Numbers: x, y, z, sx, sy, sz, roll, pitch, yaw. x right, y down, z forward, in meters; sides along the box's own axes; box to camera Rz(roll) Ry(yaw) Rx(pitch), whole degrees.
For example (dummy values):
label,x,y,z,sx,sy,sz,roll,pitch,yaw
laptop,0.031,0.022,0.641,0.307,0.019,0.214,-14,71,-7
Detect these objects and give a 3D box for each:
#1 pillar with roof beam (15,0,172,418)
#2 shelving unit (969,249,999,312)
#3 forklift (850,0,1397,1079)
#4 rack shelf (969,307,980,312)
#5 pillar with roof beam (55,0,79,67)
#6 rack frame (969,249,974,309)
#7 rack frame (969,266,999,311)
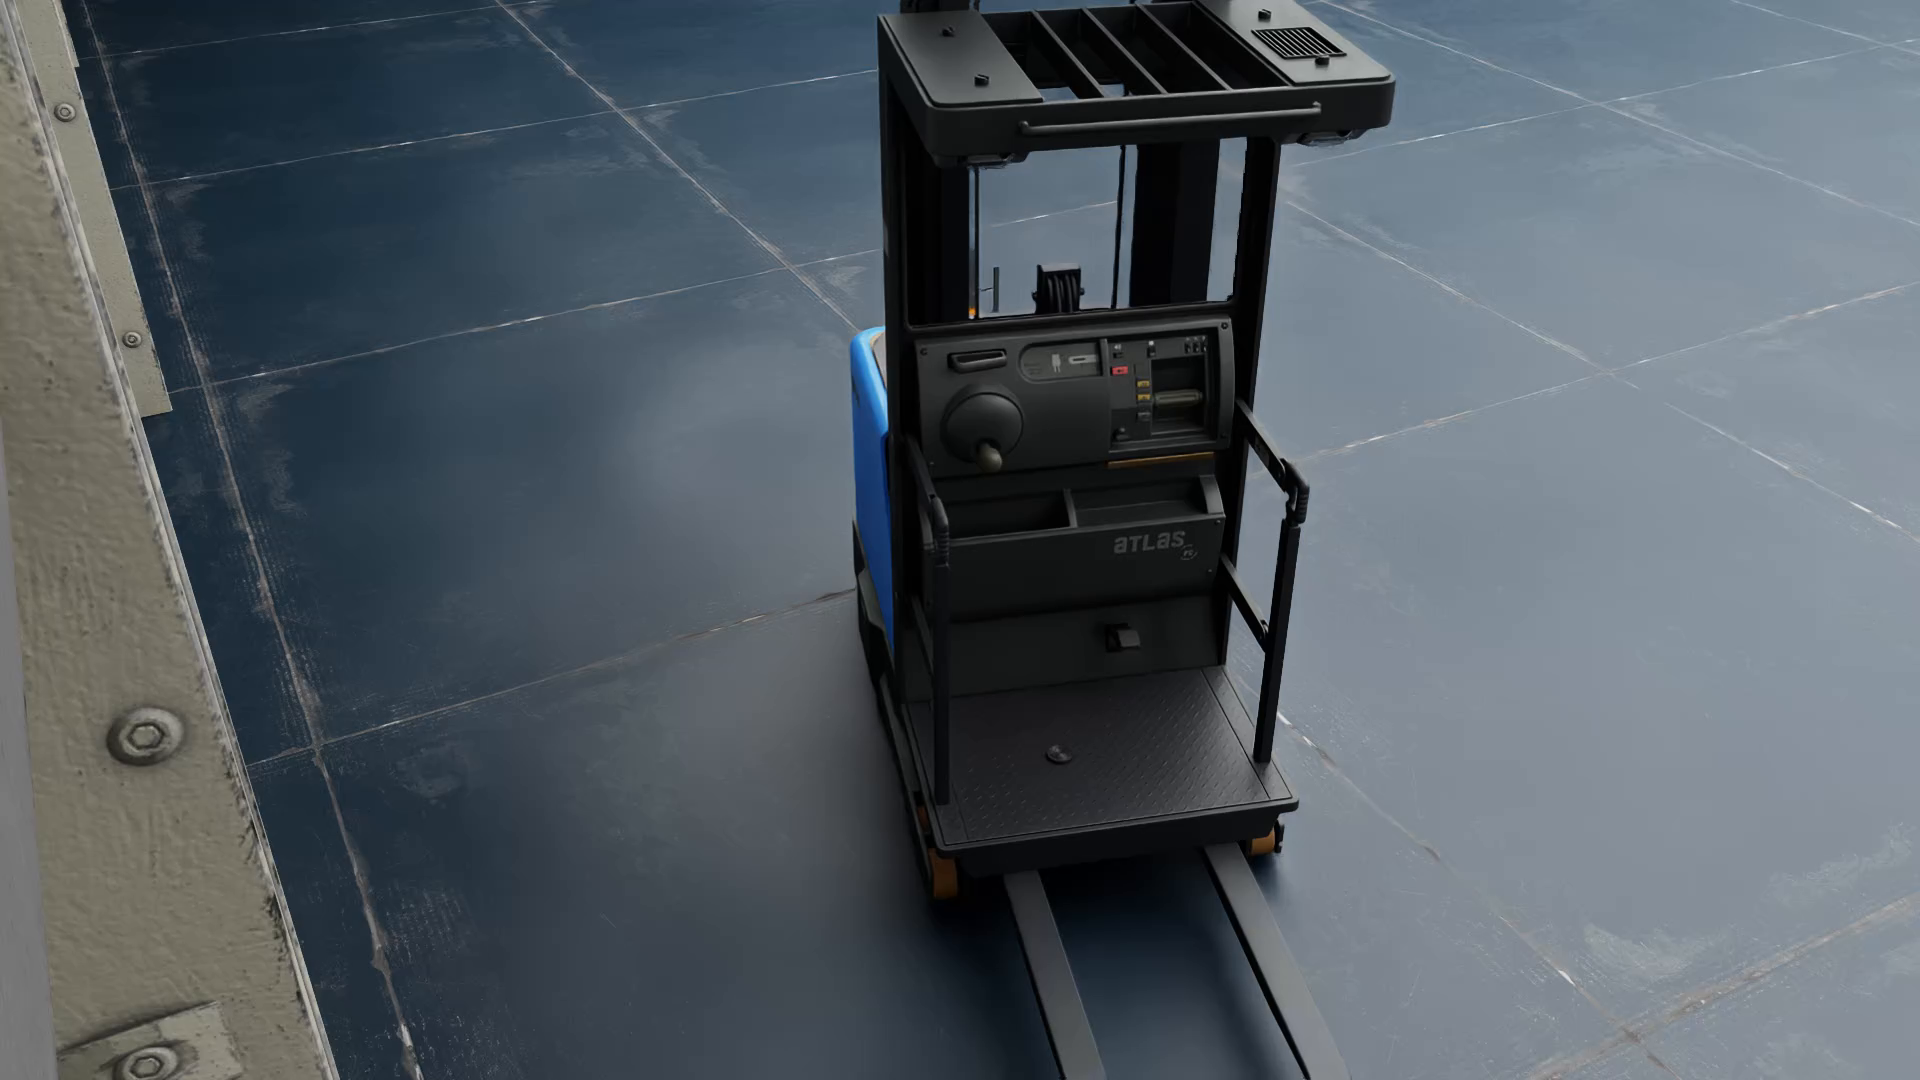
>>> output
label,x,y,z,sx,sy,sz,roll,pitch,yaw
pillar with roof beam,-0.059,-5.525,7.032,9.100,9.000,0.400,-16,36,-23
shelving unit,-0.007,-0.512,6.437,0.258,1.200,0.189,-16,36,-23
forklift,0.380,-0.360,4.595,1.130,2.935,3.031,-6,33,-9
rack shelf,-0.007,-0.778,6.267,0.258,0.103,0.180,-16,36,-23
pillar with roof beam,-2.856,-8.388,11.501,9.100,9.000,0.400,-16,36,-23
rack frame,-0.049,-0.556,6.505,0.240,1.200,0.006,-16,36,-23
rack frame,0.036,-0.468,6.369,0.240,1.200,0.006,-16,36,-23
